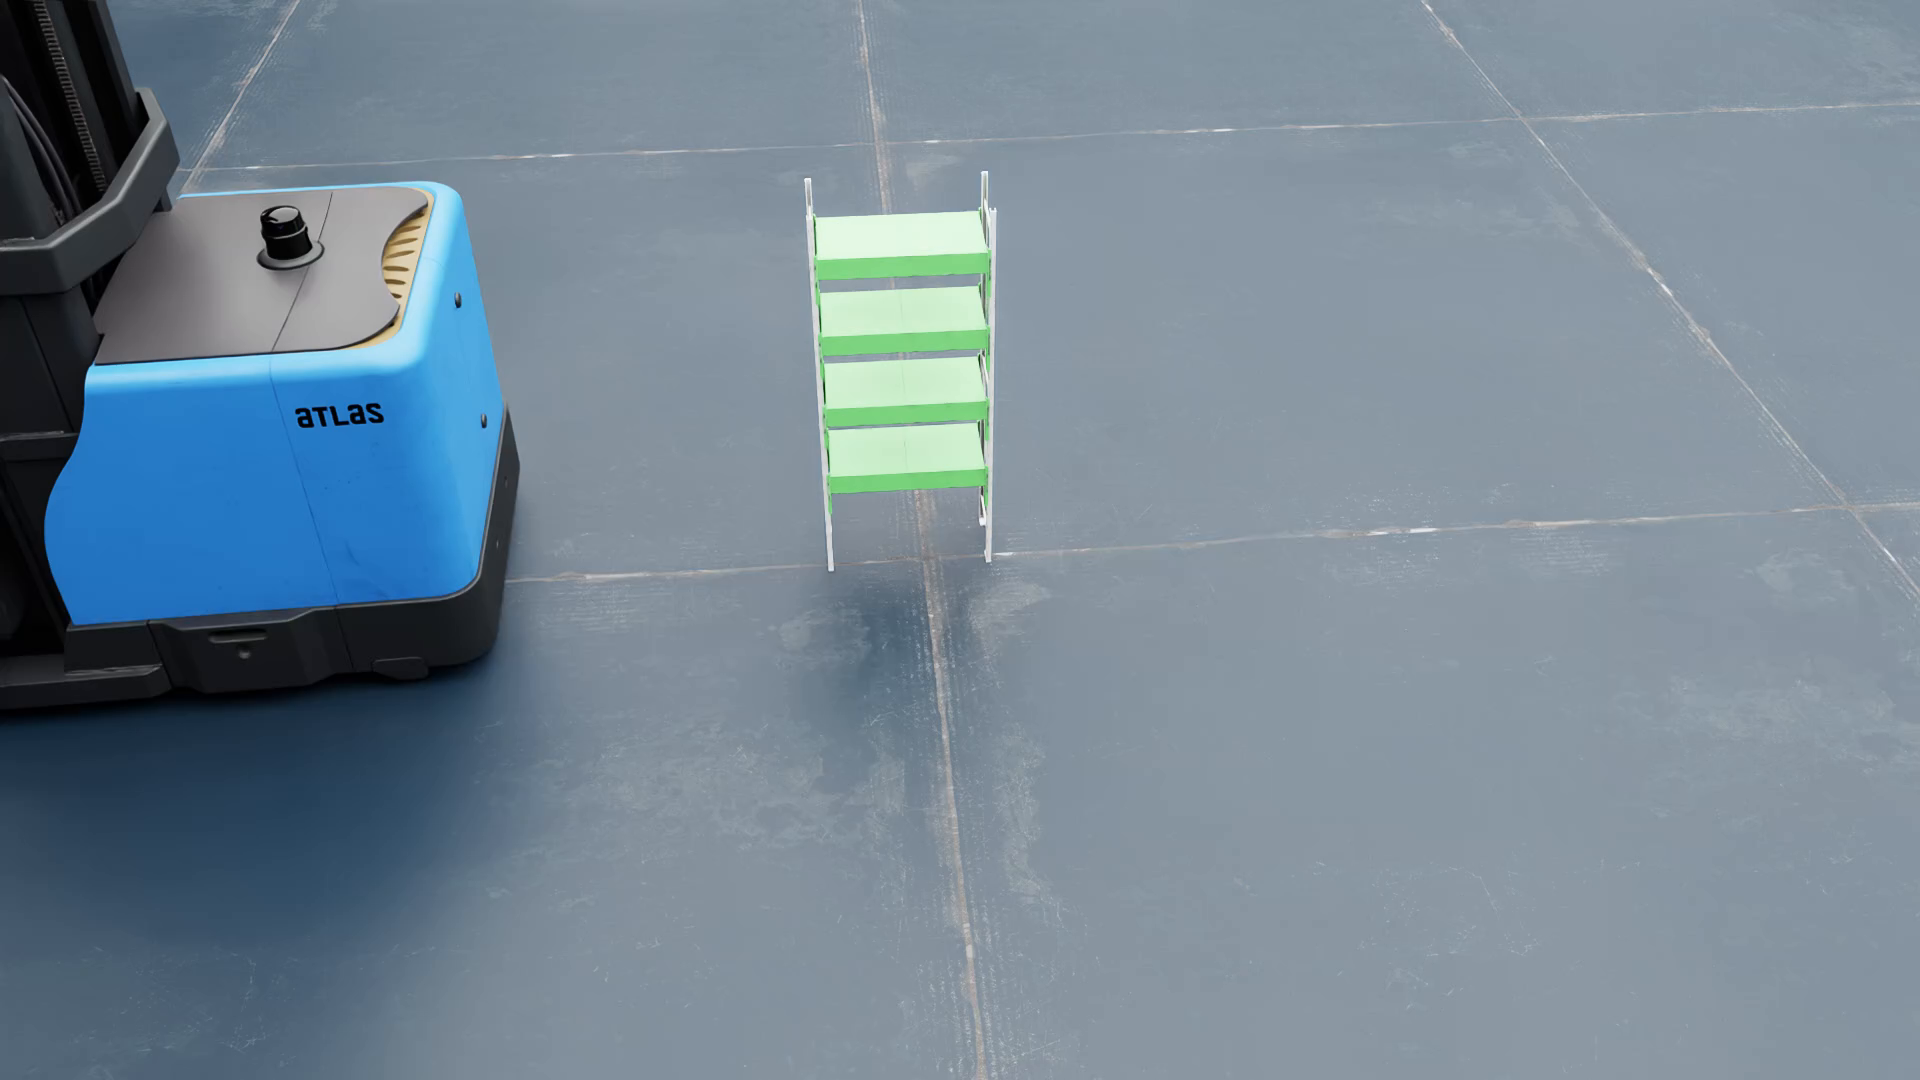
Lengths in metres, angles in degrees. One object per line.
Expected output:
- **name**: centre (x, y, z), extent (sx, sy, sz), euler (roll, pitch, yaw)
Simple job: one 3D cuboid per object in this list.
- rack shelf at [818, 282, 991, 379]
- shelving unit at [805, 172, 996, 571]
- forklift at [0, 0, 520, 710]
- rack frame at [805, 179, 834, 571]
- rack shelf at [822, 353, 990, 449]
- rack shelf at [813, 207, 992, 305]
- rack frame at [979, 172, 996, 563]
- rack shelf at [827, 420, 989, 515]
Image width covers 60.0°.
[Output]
- **rack shelf**: centre (-0.165, -0.600, 4.758), extent (0.480, 0.148, 0.258), euler (-3, 38, -4)
- **shelving unit**: centre (-0.165, -0.462, 4.867), extent (0.503, 1.200, 0.258), euler (-3, 38, -4)
- **forklift**: centre (-2.889, -0.956, 4.096), extent (3.031, 2.935, 1.130), euler (-4, 38, -6)
- **rack frame**: centre (-0.408, -0.449, 4.850), extent (0.015, 1.200, 0.240), euler (-3, 38, -4)
- **rack shelf**: centre (-0.165, -0.412, 4.906), extent (0.480, 0.148, 0.258), euler (-3, 38, -4)
- **rack shelf**: centre (-0.165, -0.789, 4.609), extent (0.480, 0.148, 0.258), euler (-3, 38, -4)
- **rack frame**: centre (0.078, -0.475, 4.884), extent (0.015, 1.200, 0.240), euler (-3, 38, -4)
- **rack shelf**: centre (-0.165, -0.223, 5.055), extent (0.480, 0.148, 0.258), euler (-3, 38, -4)
